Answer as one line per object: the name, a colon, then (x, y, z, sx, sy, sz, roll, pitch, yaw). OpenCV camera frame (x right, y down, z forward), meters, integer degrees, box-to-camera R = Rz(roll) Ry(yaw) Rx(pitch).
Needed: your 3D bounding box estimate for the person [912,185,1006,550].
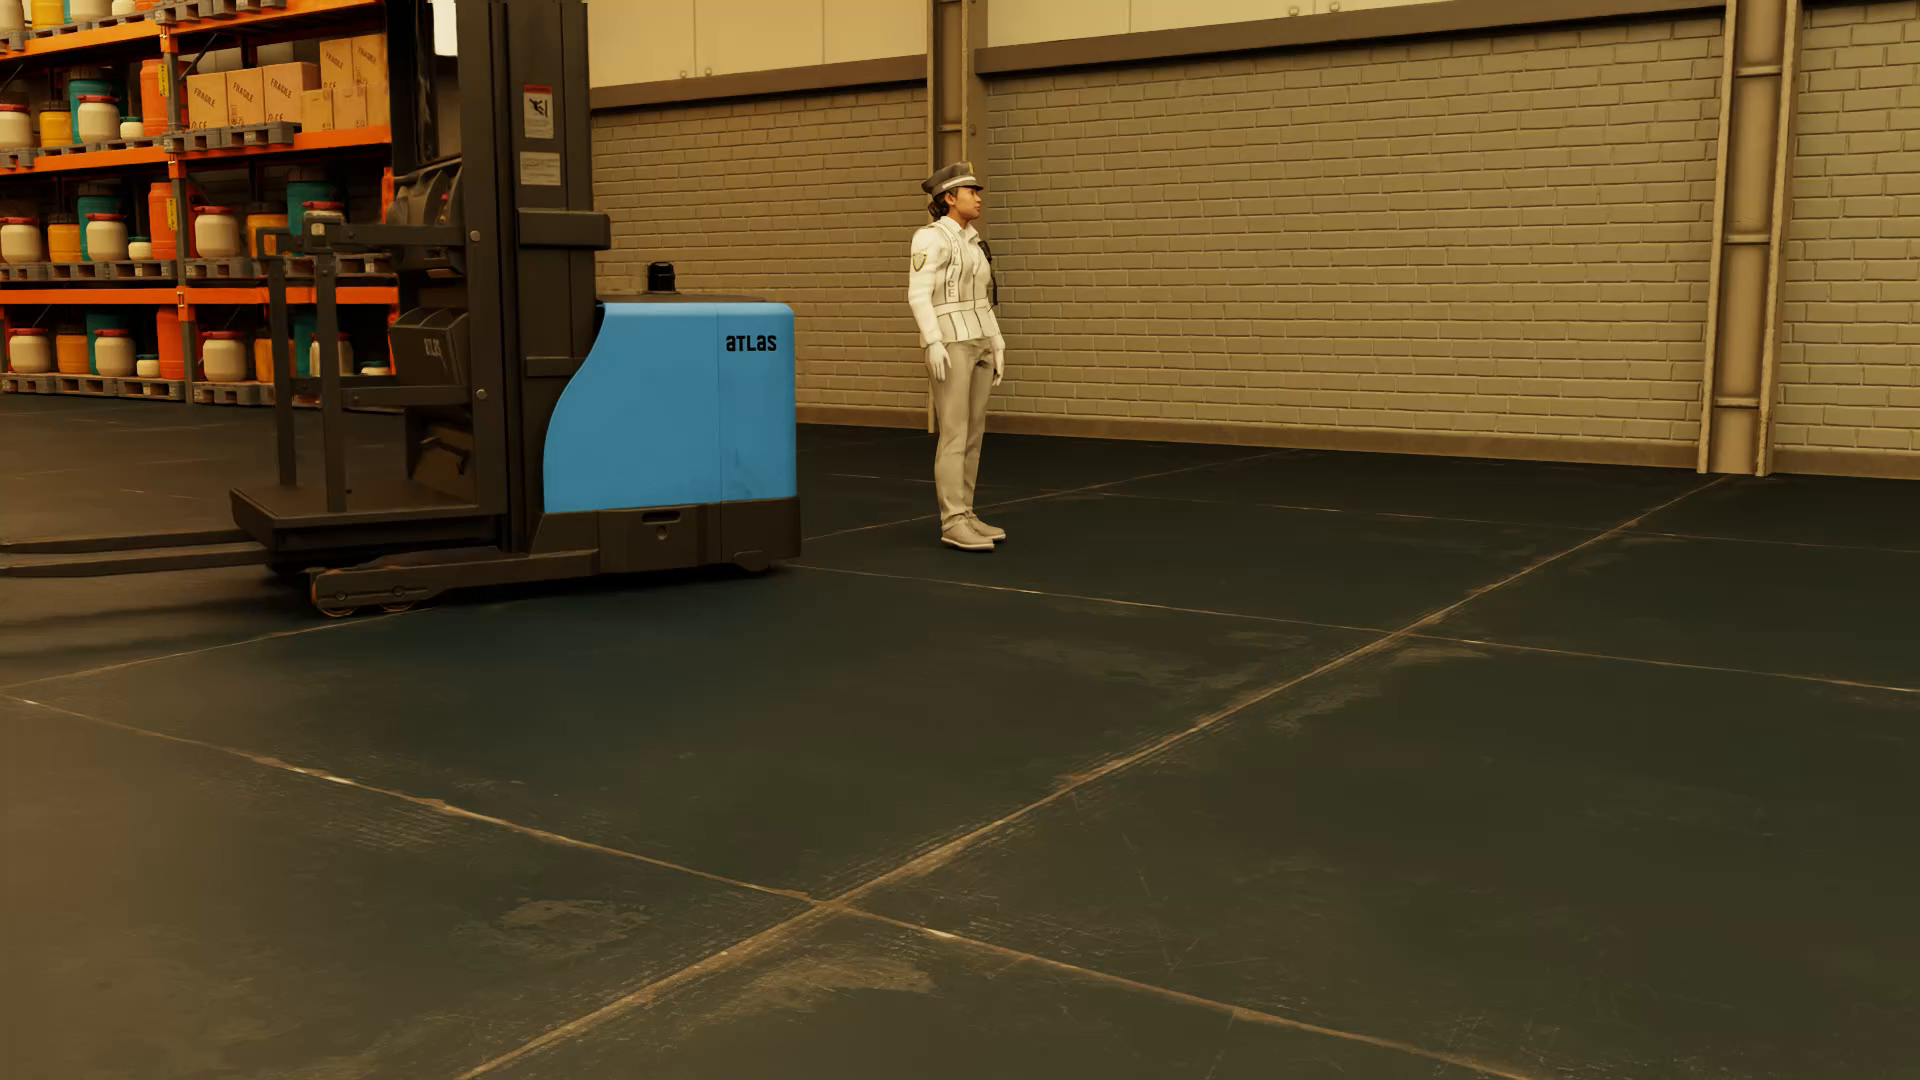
person: (0.065, -0.810, 7.424, 0.488, 1.640, 0.568, 5, 10, 34)

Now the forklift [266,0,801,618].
forklift: (-1.698, -1.276, 6.395, 1.939, 2.867, 1.129, -5, 9, -31)
